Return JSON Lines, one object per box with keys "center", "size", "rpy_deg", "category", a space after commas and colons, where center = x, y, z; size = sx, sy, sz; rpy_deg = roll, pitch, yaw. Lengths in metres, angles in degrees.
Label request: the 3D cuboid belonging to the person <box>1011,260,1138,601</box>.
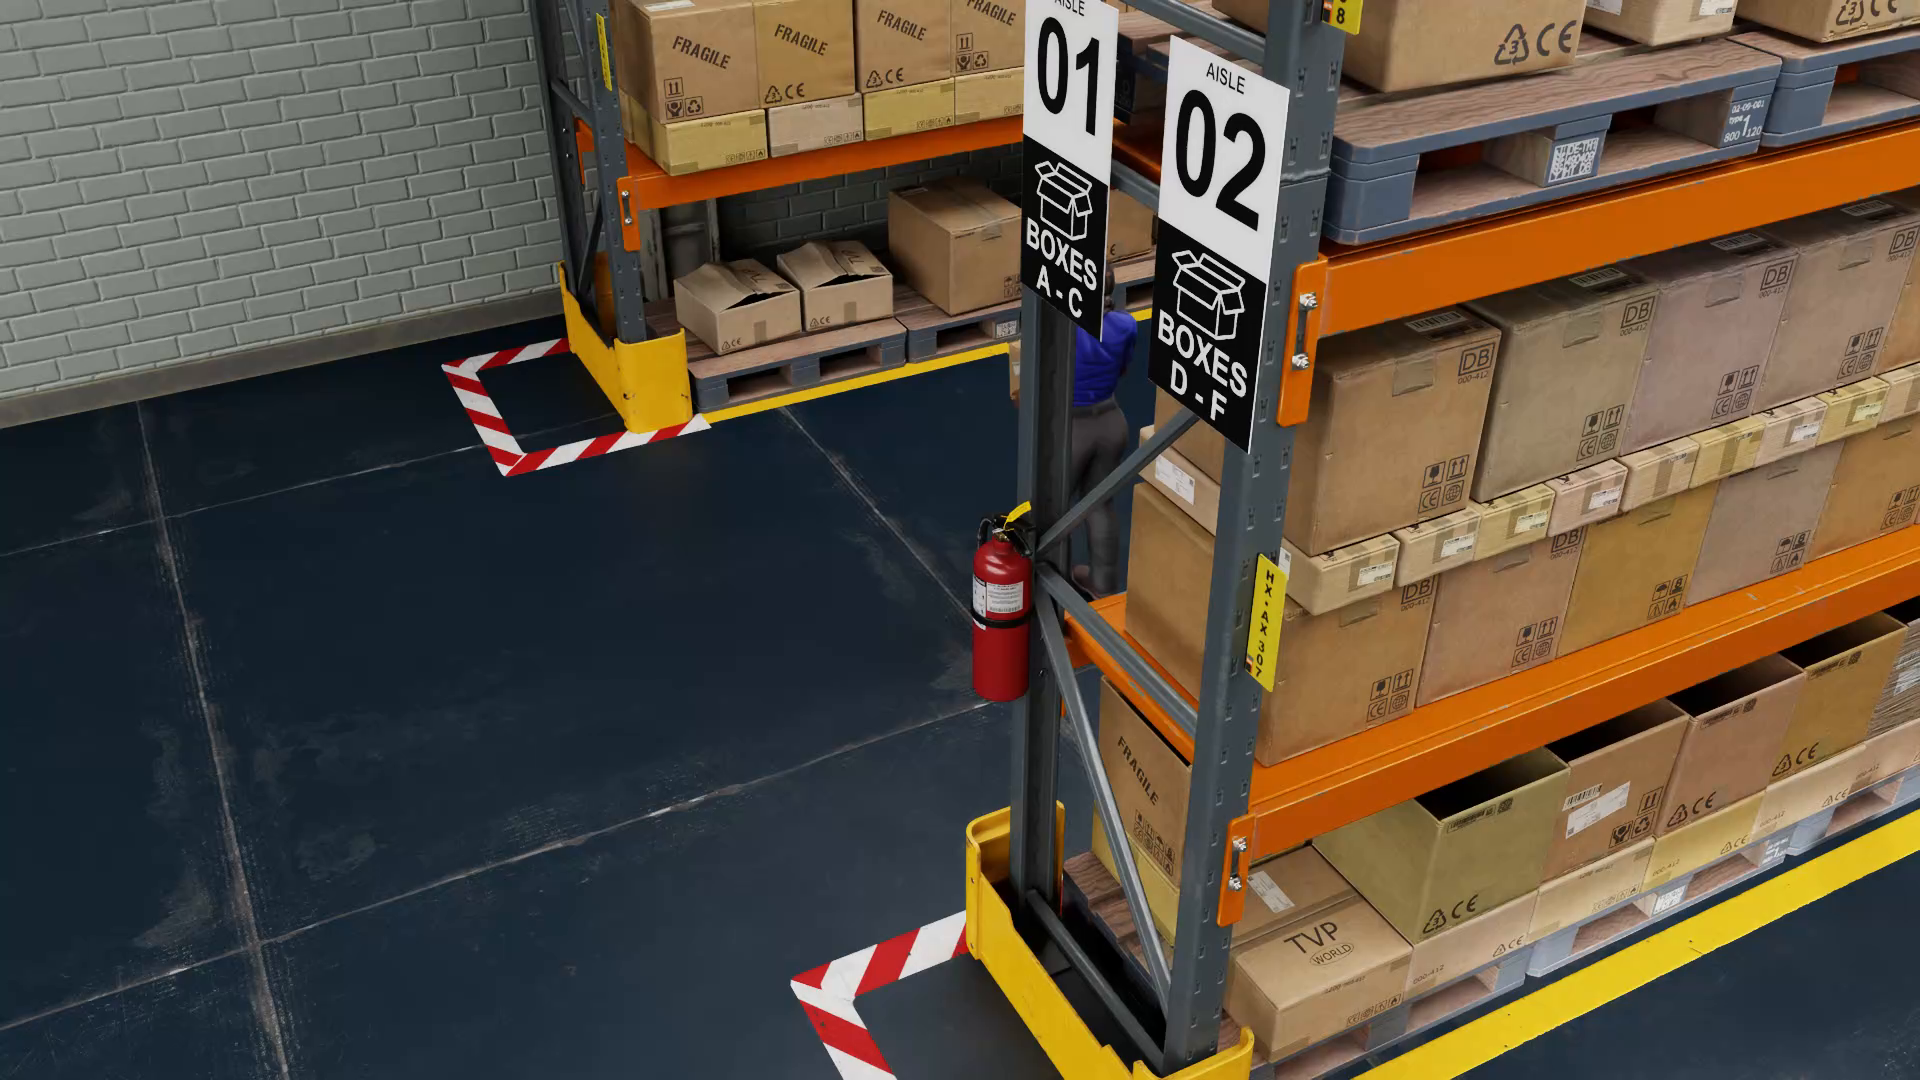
{"center": [0.452, -0.456, 6.845], "size": [0.452, 1.649, 0.512], "rpy_deg": [-16, 37, -23], "category": "person"}
